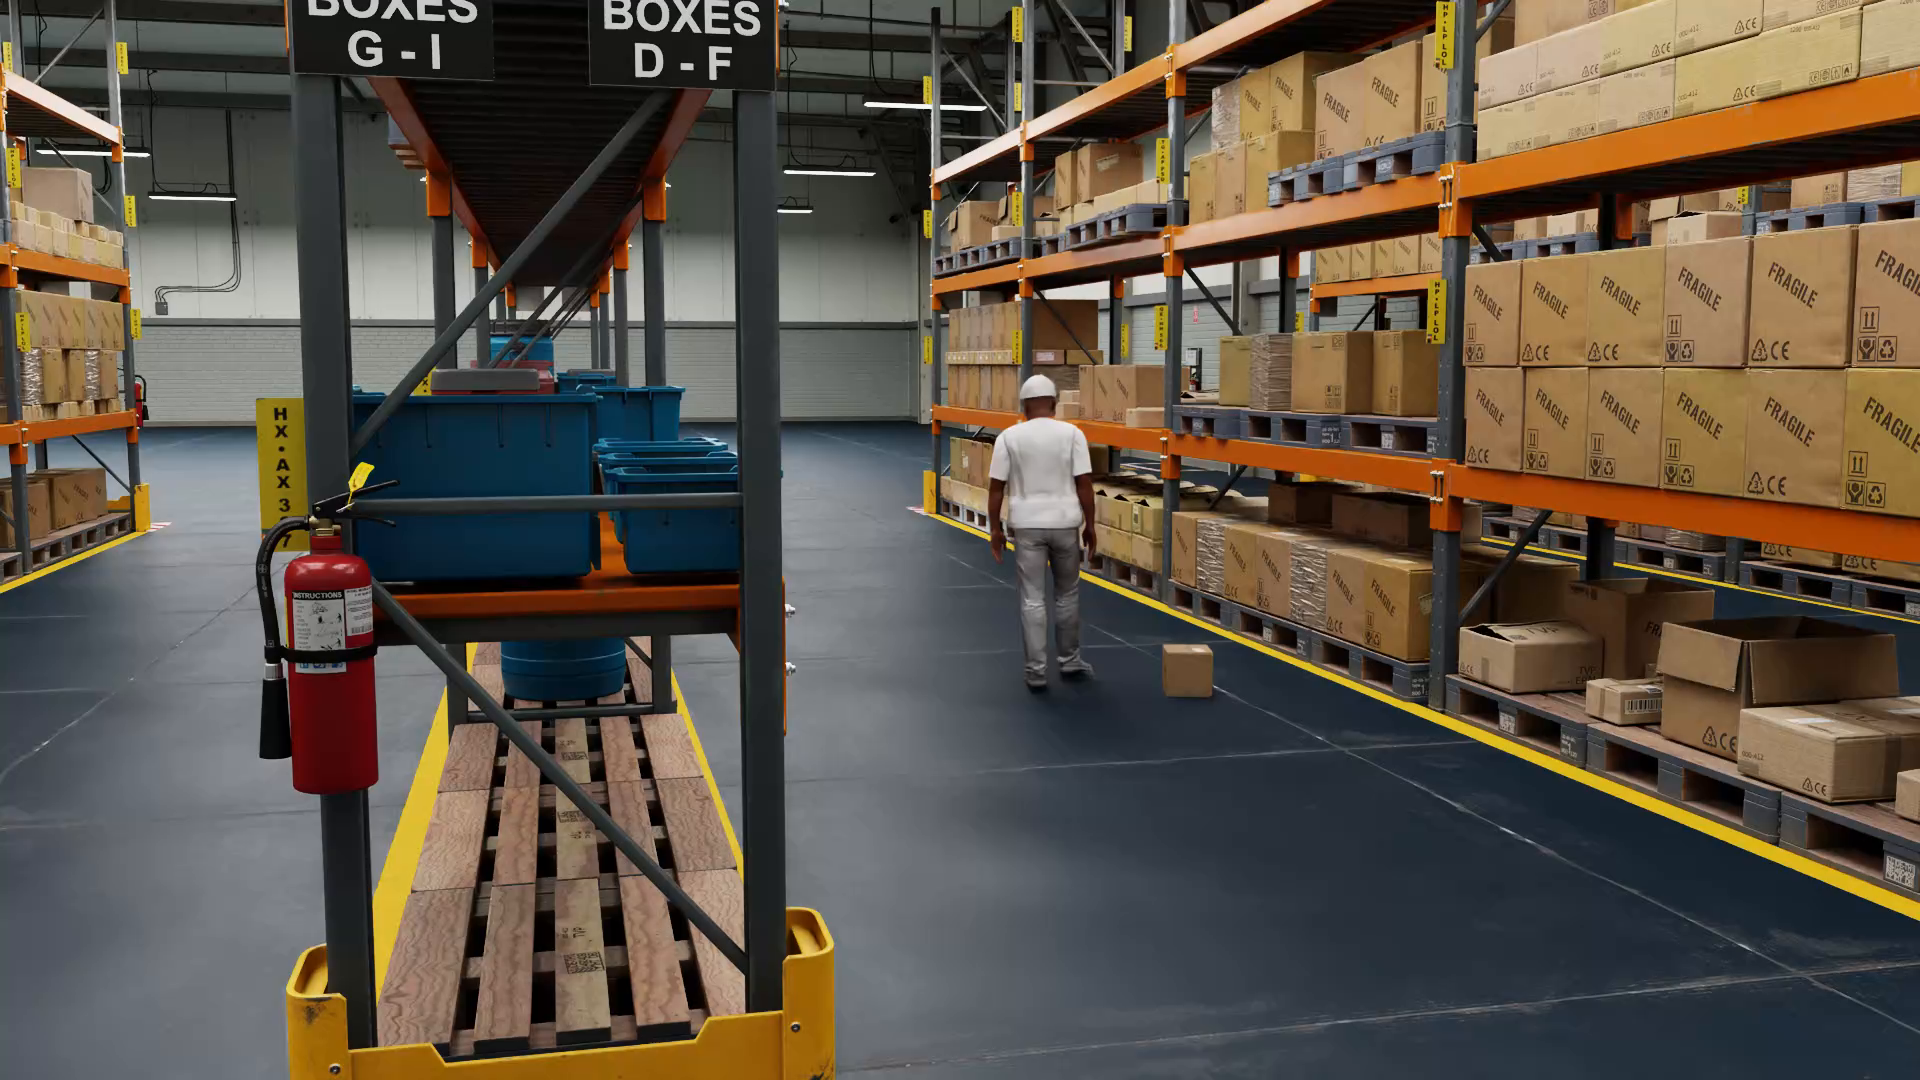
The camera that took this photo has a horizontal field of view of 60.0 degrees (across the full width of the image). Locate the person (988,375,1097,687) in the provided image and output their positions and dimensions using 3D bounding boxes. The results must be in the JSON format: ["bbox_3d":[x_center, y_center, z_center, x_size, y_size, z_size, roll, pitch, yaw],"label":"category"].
[{"bbox_3d":[0.472,-0.056,9.490,0.624,1.763,0.785,0,6,1],"label":"person"}]
